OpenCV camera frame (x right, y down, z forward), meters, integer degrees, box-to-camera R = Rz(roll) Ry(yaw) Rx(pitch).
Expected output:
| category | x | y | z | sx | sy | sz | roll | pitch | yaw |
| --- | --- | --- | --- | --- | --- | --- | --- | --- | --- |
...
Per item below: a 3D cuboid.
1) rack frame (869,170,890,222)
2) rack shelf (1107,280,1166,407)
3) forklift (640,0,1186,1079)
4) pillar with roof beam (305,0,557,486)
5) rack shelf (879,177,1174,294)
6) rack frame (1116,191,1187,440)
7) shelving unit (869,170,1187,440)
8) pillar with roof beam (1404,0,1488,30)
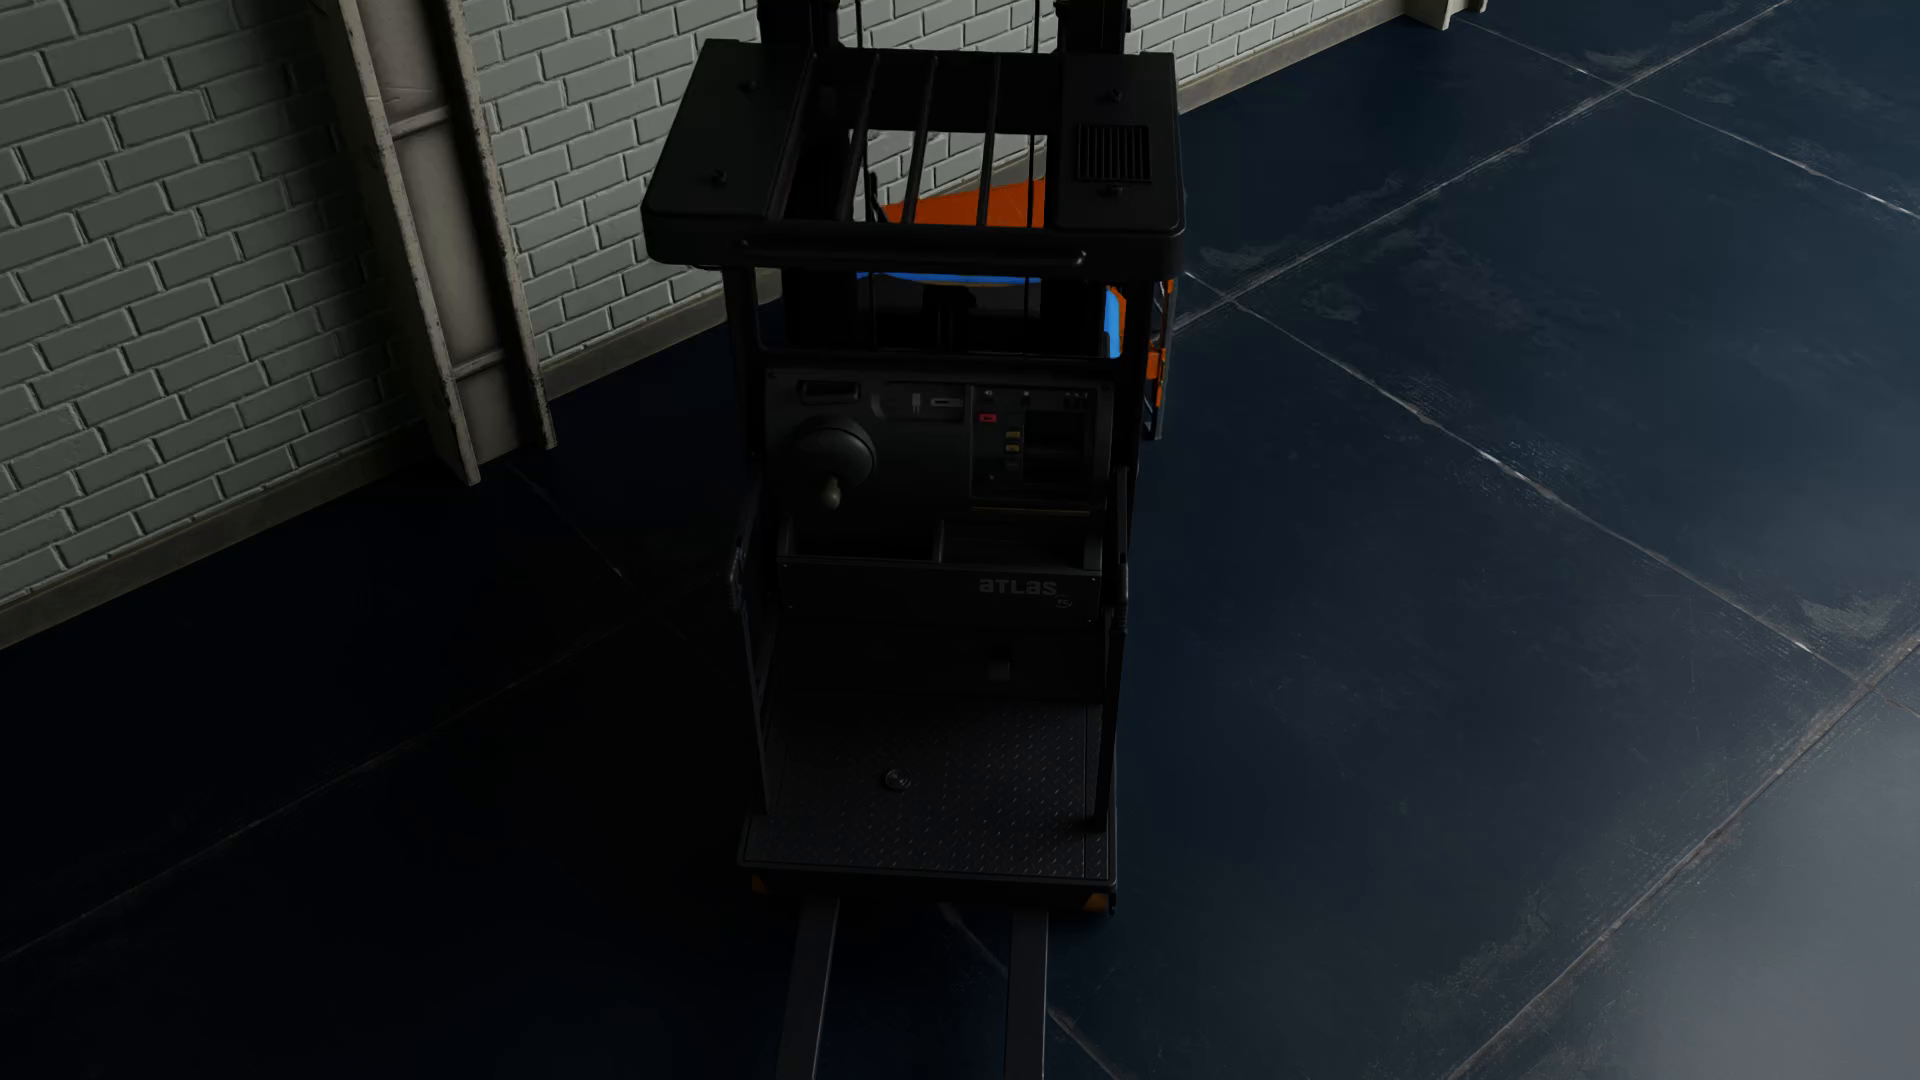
| category | x | y | z | sx | sy | sz | roll | pitch | yaw |
| --- | --- | --- | --- | --- | --- | --- | --- | --- | --- |
| rack frame | -0.250 | -0.768 | 6.246 | 0.032 | 1.125 | 0.500 | -12 | 45 | -13 |
| rack shelf | 0.235 | -0.694 | 6.524 | 1.000 | 0.278 | 0.538 | -12 | 45 | -13 |
| forklift | -0.070 | -0.180 | 4.301 | 1.130 | 2.935 | 3.031 | 3 | 43 | 3 |
| pillar with roof beam | 0.902 | -1.393 | 1.160 | 0.400 | 9.000 | 9.100 | -30 | 51 | -28 |
| rack shelf | 0.235 | -1.086 | 6.157 | 1.000 | 0.278 | 0.538 | -12 | 45 | -13 |
| rack frame | 0.720 | -0.977 | 6.468 | 0.032 | 1.125 | 0.500 | -12 | 45 | -13 |
| shelving unit | 0.235 | -0.872 | 6.357 | 1.048 | 1.125 | 0.538 | -12 | 45 | -13 |
| pillar with roof beam | 5.505 | -4.029 | 3.966 | 0.400 | 9.000 | 9.100 | -30 | 51 | -28 |
